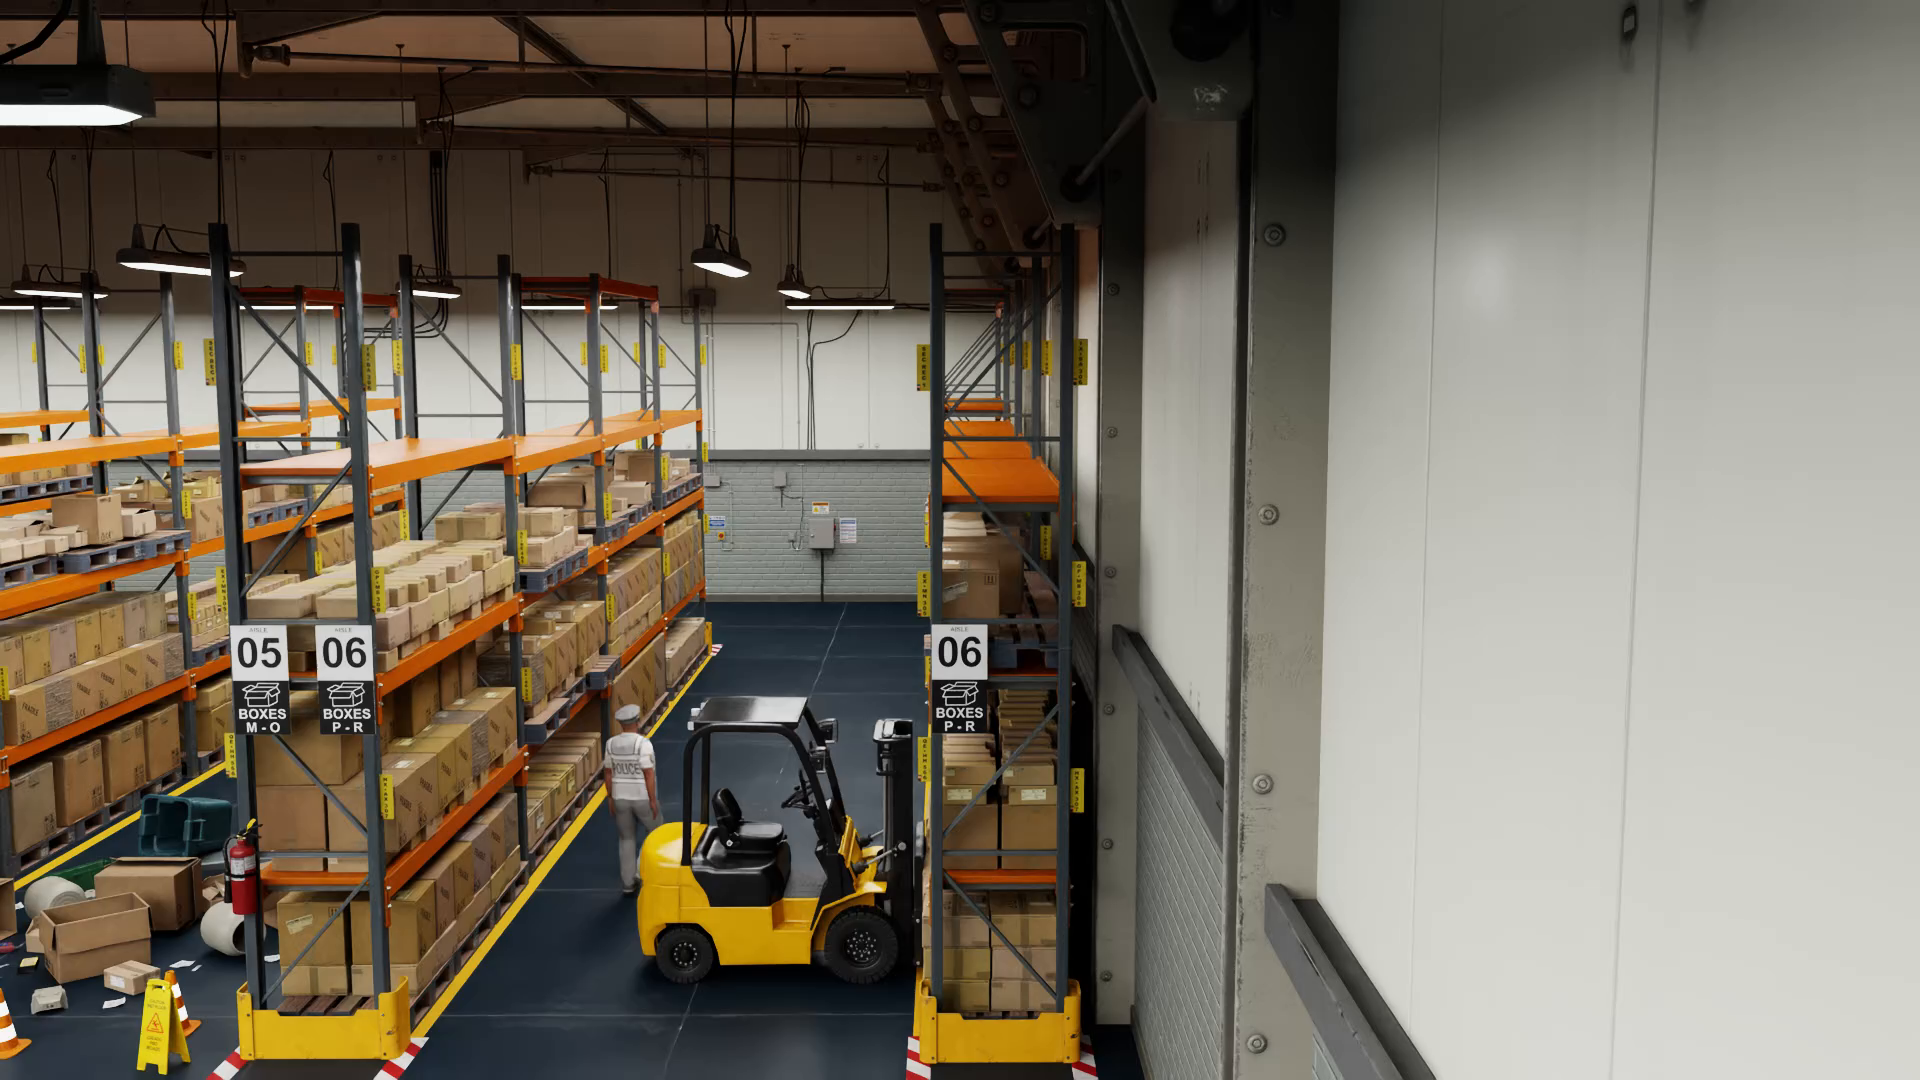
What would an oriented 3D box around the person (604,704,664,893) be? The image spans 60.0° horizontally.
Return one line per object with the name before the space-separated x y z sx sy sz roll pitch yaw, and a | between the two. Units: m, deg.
person | -3.093 2.452 15.766 0.598 1.760 0.527 1 7 8
